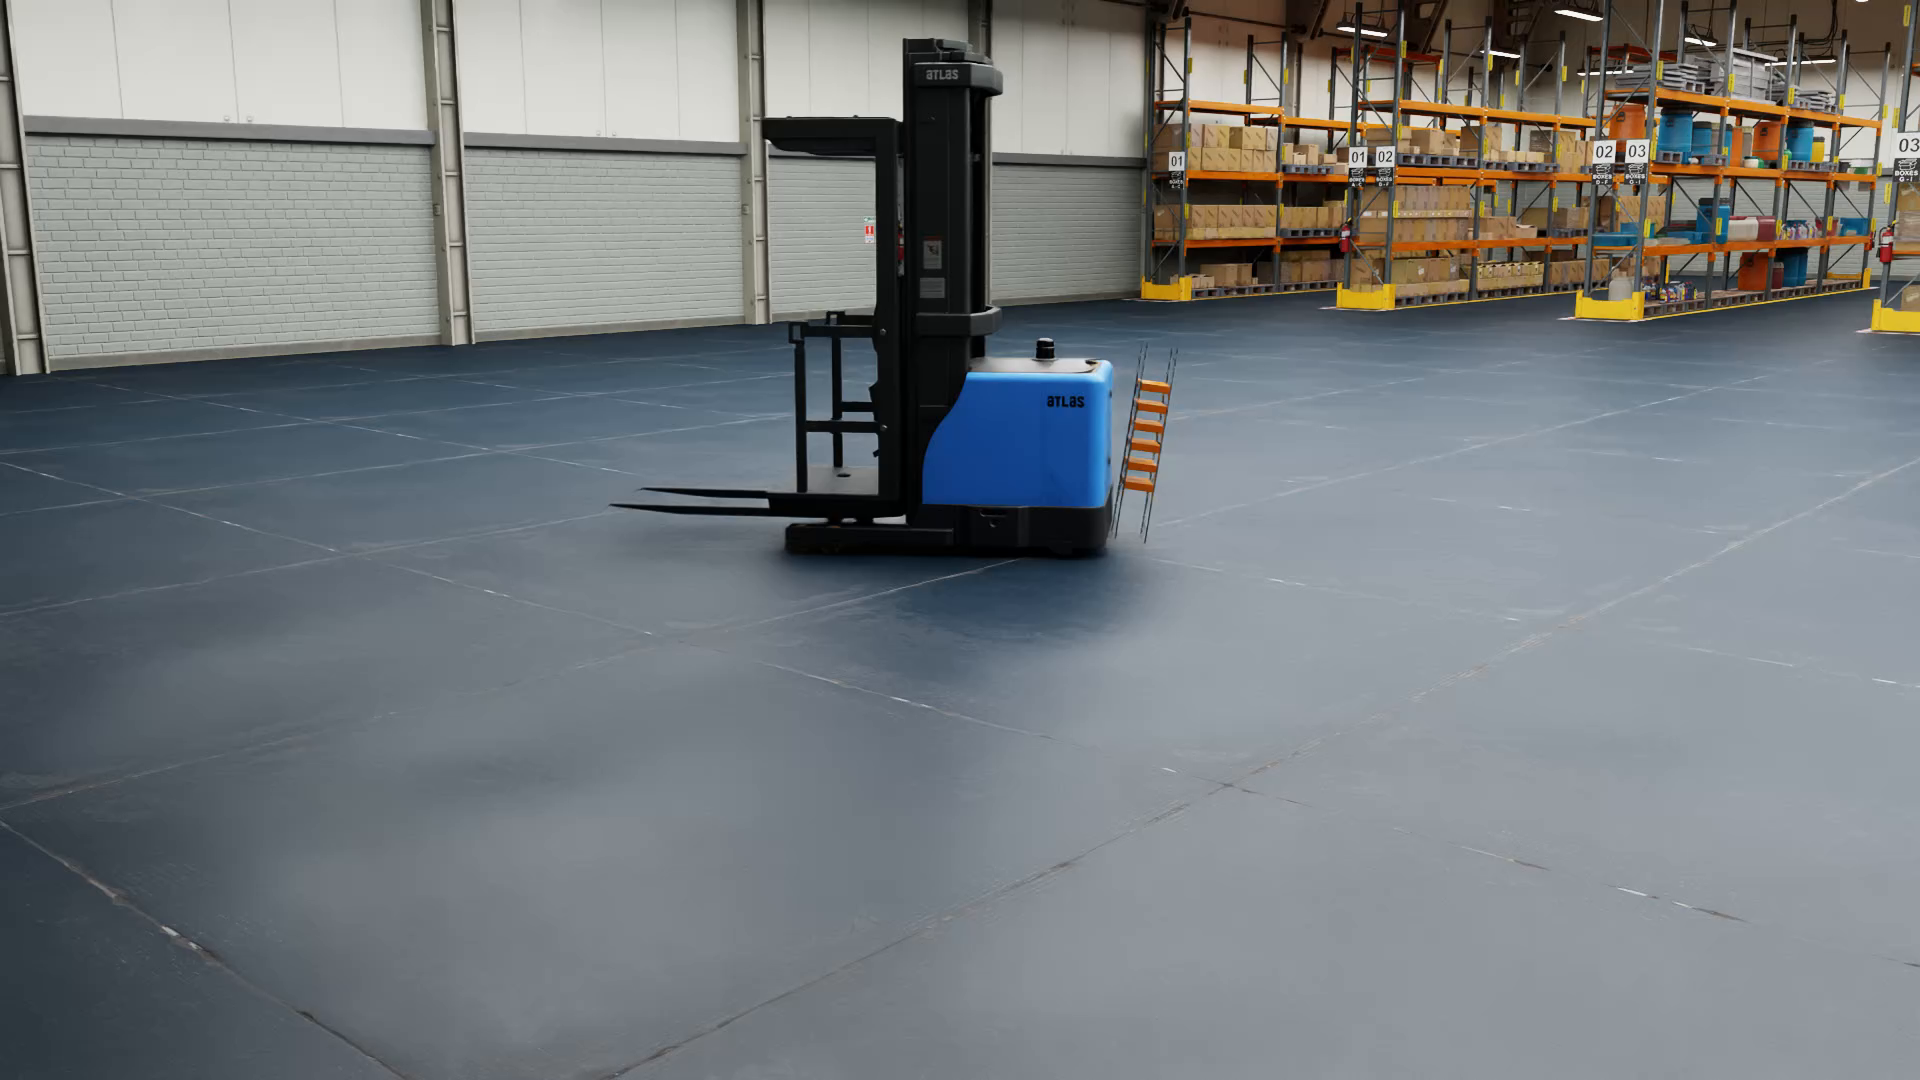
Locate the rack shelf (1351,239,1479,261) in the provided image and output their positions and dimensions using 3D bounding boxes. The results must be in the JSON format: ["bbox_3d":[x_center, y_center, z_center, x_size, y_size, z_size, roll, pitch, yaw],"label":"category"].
[{"bbox_3d":[9.592,-6.144,35.150,1.077,0.370,4.000,10,15,40],"label":"rack shelf"}]

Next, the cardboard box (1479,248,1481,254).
[{"bbox_3d":[14.775,-8.336,47.943,0.380,0.149,0.250,10,15,40],"label":"cardboard box"}]

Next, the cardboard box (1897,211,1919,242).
[{"bbox_3d":[16.094,-5.193,27.539,0.875,0.500,0.500,10,15,40],"label":"cardboard box"}]

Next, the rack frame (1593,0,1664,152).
[{"bbox_3d":[11.990,-8.503,29.810,1.000,3.000,0.127,10,15,40],"label":"rack frame"}]

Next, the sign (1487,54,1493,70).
[{"bbox_3d":[11.313,-10.193,35.481,0.100,0.325,0.005,10,15,40],"label":"sign"}]

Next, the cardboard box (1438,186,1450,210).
[{"bbox_3d":[9.960,-7.262,35.344,0.700,0.500,0.500,10,15,40],"label":"cardboard box"}]

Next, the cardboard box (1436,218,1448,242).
[{"bbox_3d":[9.947,-6.622,35.452,0.700,0.500,0.500,10,15,41],"label":"cardboard box"}]

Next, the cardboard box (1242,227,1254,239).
[{"bbox_3d":[6.448,-7.110,38.482,0.500,0.250,0.500,10,15,40],"label":"cardboard box"}]

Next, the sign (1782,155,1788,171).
[{"bbox_3d":[17.689,-8.088,35.656,0.100,0.325,0.005,10,15,40],"label":"sign"}]

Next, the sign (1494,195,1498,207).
[{"bbox_3d":[15.508,-9.808,48.098,0.100,0.325,0.005,10,15,40],"label":"sign"}]

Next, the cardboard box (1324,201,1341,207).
[{"bbox_3d":[9.423,-8.498,42.067,0.380,0.149,0.250,7,13,31],"label":"cardboard box"}]

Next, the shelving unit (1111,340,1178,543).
[{"bbox_3d":[1.118,-0.599,10.104,0.189,1.200,0.258,8,11,-2],"label":"shelving unit"}]

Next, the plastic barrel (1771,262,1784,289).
[{"bbox_3d":[18.327,-6.002,37.688,0.600,0.588,0.708,10,15,40],"label":"plastic barrel"}]

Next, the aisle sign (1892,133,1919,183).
[{"bbox_3d":[15.444,-6.226,27.085,0.394,0.787,0.004,10,15,40],"label":"aisle sign"}]

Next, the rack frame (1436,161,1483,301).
[{"bbox_3d":[10.912,-6.791,36.553,1.000,3.000,0.127,10,15,40],"label":"rack frame"}]

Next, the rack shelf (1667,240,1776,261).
[{"bbox_3d":[15.951,-6.091,34.887,1.077,0.370,4.000,10,15,40],"label":"rack shelf"}]

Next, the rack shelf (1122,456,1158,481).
[{"bbox_3d":[1.095,-0.439,10.136,0.180,0.103,0.258,8,11,-2],"label":"rack shelf"}]

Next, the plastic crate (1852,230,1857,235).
[{"bbox_3d":[22.150,-7.672,41.485,0.396,0.136,0.243,10,15,40],"label":"plastic crate"}]

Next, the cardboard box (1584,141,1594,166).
[{"bbox_3d":[15.381,-9.577,41.261,0.600,0.600,0.600,10,15,40],"label":"cardboard box"}]

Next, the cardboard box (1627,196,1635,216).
[{"bbox_3d":[17.056,-8.616,42.883,0.500,0.500,0.500,9,15,39],"label":"cardboard box"}]

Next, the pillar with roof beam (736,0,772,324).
[{"bbox_3d":[-0.327,-7.677,25.672,9.100,9.000,0.400,10,15,40],"label":"pillar with roof beam"}]

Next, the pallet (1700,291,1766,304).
[{"bbox_3d":[16.730,-5.262,36.018,1.003,0.211,1.213,10,15,40],"label":"pallet"}]

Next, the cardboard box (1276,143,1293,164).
[{"bbox_3d":[7.610,-9.227,39.763,0.500,0.500,0.500,-9,15,-39],"label":"cardboard box"}]

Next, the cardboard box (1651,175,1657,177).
[{"bbox_3d":[18.034,-9.697,43.826,0.500,0.250,0.500,10,15,40],"label":"cardboard box"}]

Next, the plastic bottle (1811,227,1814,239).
[{"bbox_3d":[19.653,-7.113,38.480,0.152,0.276,0.135,10,15,40],"label":"plastic bottle"}]

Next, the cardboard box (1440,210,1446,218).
[{"bbox_3d":[10.054,-6.904,35.206,0.380,0.149,0.250,10,15,42],"label":"cardboard box"}]

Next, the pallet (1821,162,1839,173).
[{"bbox_3d":[19.467,-8.577,38.321,1.213,0.211,1.003,10,15,40],"label":"pallet"}]

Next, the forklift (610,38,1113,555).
[{"bbox_3d":[-0.596,-1.457,10.024,3.031,2.935,1.130,2,11,8],"label":"forklift"}]

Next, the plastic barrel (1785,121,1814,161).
[{"bbox_3d":[18.900,-8.979,37.496,0.600,0.901,0.708,10,15,40],"label":"plastic barrel"}]

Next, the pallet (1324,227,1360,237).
[{"bbox_3d":[9.439,-7.807,42.128,1.213,0.211,1.003,10,15,40],"label":"pallet"}]

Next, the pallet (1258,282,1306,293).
[{"bbox_3d":[7.701,-6.178,40.604,1.003,0.211,1.213,10,15,40],"label":"pallet"}]

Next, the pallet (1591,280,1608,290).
[{"bbox_3d":[15.685,-6.476,42.095,1.003,0.211,1.213,10,15,40],"label":"pallet"}]

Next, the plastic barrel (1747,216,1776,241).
[{"bbox_3d":[17.192,-6.698,35.739,0.600,0.536,0.708,10,15,40],"label":"plastic barrel"}]

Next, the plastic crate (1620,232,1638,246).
[{"bbox_3d":[12.529,-5.696,31.449,0.499,0.251,0.408,10,15,40],"label":"plastic crate"}]

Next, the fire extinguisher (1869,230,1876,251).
[{"bbox_3d":[22.993,-7.658,42.044,0.296,0.674,0.183,10,15,40],"label":"fire extinguisher"}]

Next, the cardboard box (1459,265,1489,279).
[{"bbox_3d":[11.372,-5.952,36.869,0.500,0.311,0.500,10,15,41],"label":"cardboard box"}]

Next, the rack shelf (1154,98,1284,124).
[{"bbox_3d":[5.868,-9.724,37.767,1.077,0.370,4.000,10,15,40],"label":"rack shelf"}]

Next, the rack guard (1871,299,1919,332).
[{"bbox_3d":[15.761,-3.706,27.492,1.175,0.500,0.348,10,15,40],"label":"rack guard"}]

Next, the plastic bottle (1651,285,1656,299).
[{"bbox_3d":[13.781,-4.926,33.057,0.097,0.271,0.097,0,11,0],"label":"plastic bottle"}]

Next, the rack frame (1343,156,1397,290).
[{"bbox_3d":[8.272,-6.202,33.606,1.000,3.000,0.127,10,15,40],"label":"rack frame"}]

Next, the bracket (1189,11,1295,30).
[{"bbox_3d":[6.602,-12.158,38.919,0.076,0.066,4.783,10,15,40],"label":"bracket"}]

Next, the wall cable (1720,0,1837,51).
[{"bbox_3d":[23.469,-15.359,47.553,3.097,2.526,0.112,10,15,40],"label":"wall cable"}]

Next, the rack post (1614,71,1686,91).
[{"bbox_3d":[12.585,-8.353,30.333,0.954,0.300,0.937,-10,15,-41],"label":"rack post"}]

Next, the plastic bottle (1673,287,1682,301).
[{"bbox_3d":[13.972,-4.799,32.410,0.152,0.276,0.135,10,15,41],"label":"plastic bottle"}]

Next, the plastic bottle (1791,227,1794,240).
[{"bbox_3d":[18.659,-6.881,37.331,0.097,0.271,0.097,0,11,0],"label":"plastic bottle"}]

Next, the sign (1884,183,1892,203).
[{"bbox_3d":[15.307,-5.719,27.421,0.100,0.325,0.005,10,15,40],"label":"sign"}]

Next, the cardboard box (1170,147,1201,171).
[{"bbox_3d":[4.957,-8.389,36.589,0.500,0.500,0.500,10,15,42],"label":"cardboard box"}]

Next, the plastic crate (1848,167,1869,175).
[{"bbox_3d":[22.115,-9.100,40.999,0.450,0.188,0.336,10,15,40],"label":"plastic crate"}]

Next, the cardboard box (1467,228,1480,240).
[{"bbox_3d":[11.204,-6.795,36.958,0.500,0.250,0.500,11,16,44],"label":"cardboard box"}]

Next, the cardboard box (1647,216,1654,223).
[{"bbox_3d":[18.069,-8.355,44.128,0.500,0.500,0.500,10,15,41],"label":"cardboard box"}]

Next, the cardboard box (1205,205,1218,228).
[{"bbox_3d":[5.423,-7.249,37.264,0.500,0.500,0.500,10,15,41],"label":"cardboard box"}]

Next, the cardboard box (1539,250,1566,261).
[{"bbox_3d":[14.700,-7.065,41.269,0.500,0.250,0.500,9,15,39],"label":"cardboard box"}]

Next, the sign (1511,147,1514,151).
[{"bbox_3d":[13.146,-9.174,39.508,0.100,0.325,0.005,10,15,40],"label":"sign"}]
